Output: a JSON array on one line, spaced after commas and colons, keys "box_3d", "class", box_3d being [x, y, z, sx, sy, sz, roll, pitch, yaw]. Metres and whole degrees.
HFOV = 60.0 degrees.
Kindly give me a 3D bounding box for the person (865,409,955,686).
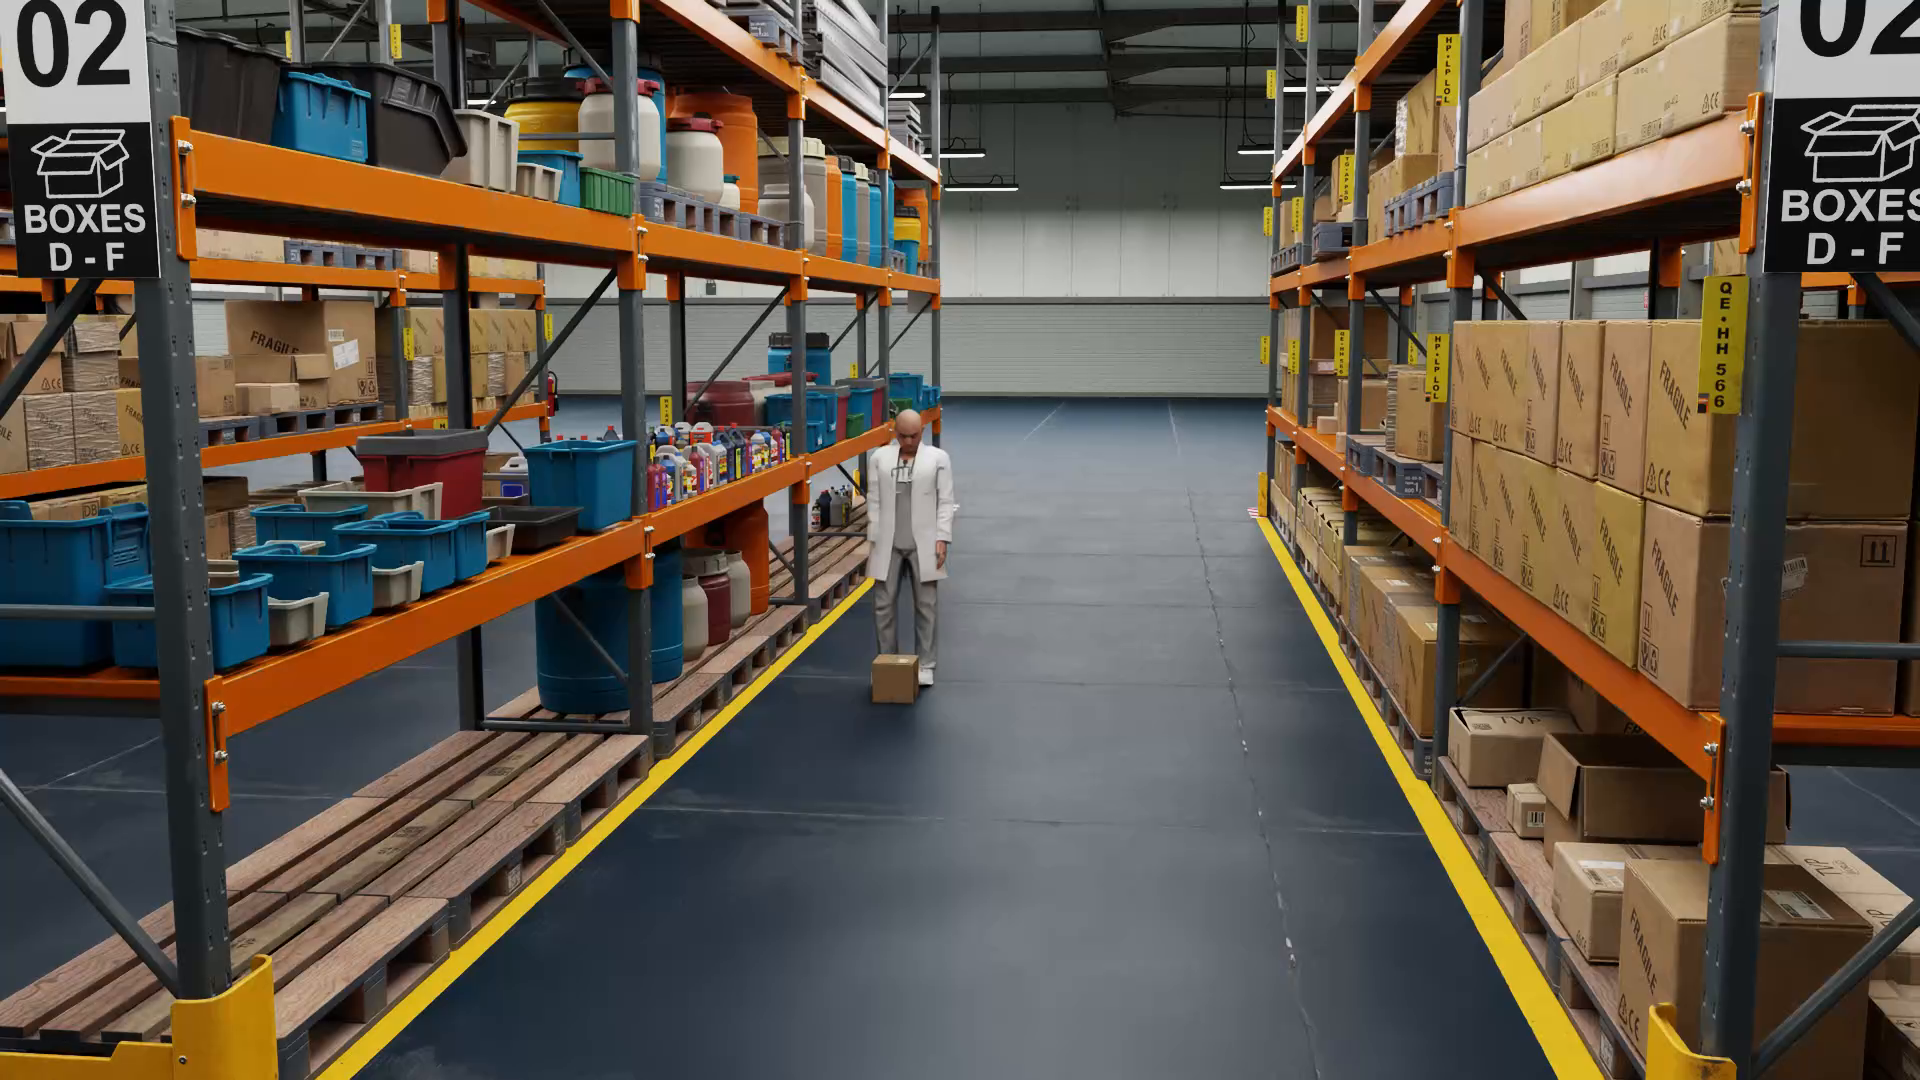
[{"box_3d": [-0.322, 0.046, 10.607, 0.572, 1.757, 0.378, 1, 7, 7], "class": "person"}]
